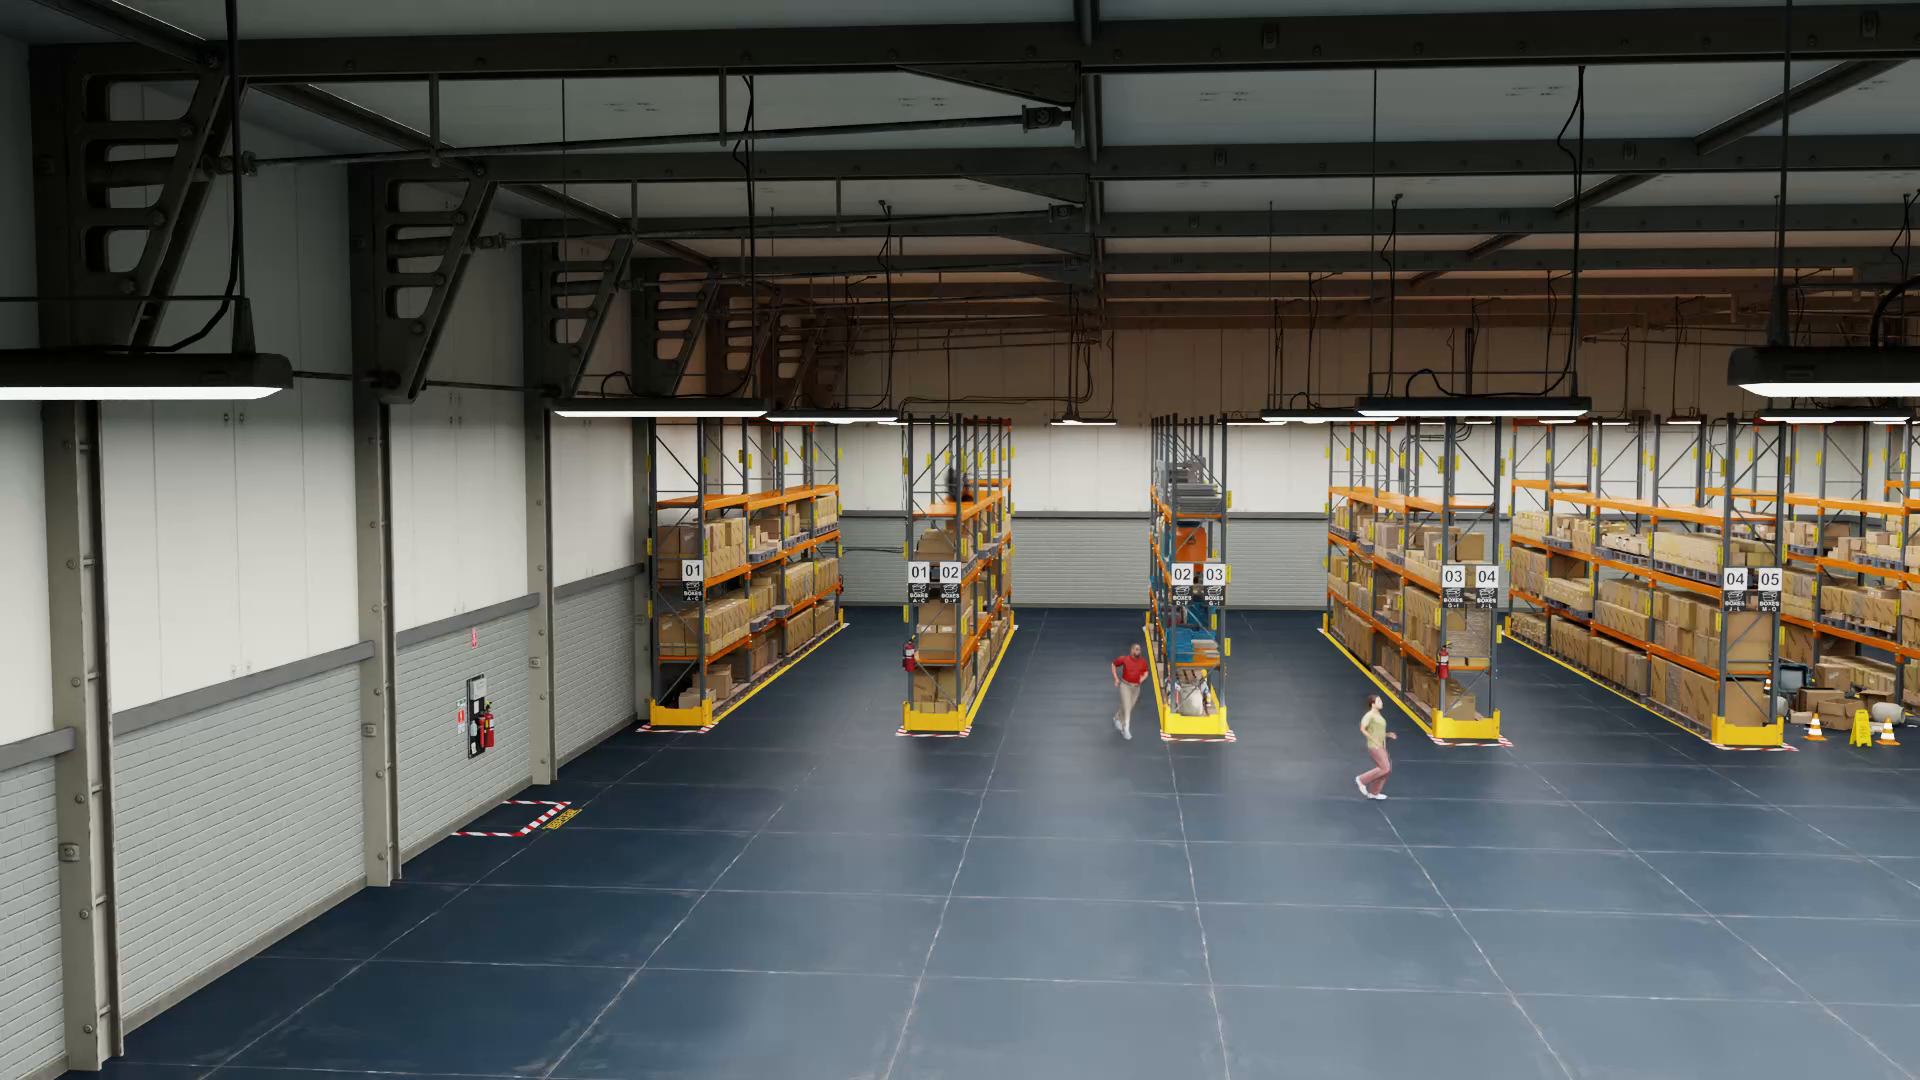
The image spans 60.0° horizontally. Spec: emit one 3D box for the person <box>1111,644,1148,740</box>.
[{"bbox_3d":[3.193,2.786,31.077,0.693,1.717,0.961,-1,4,-21],"label":"person"}]

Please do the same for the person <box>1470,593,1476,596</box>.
[{"bbox_3d":[14.007,1.783,46.335,0.700,1.647,0.609,1,4,18],"label":"person"}]

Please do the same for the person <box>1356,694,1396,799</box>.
[{"bbox_3d":[6.409,3.192,25.624,0.559,1.602,0.576,2,4,31],"label":"person"}]
